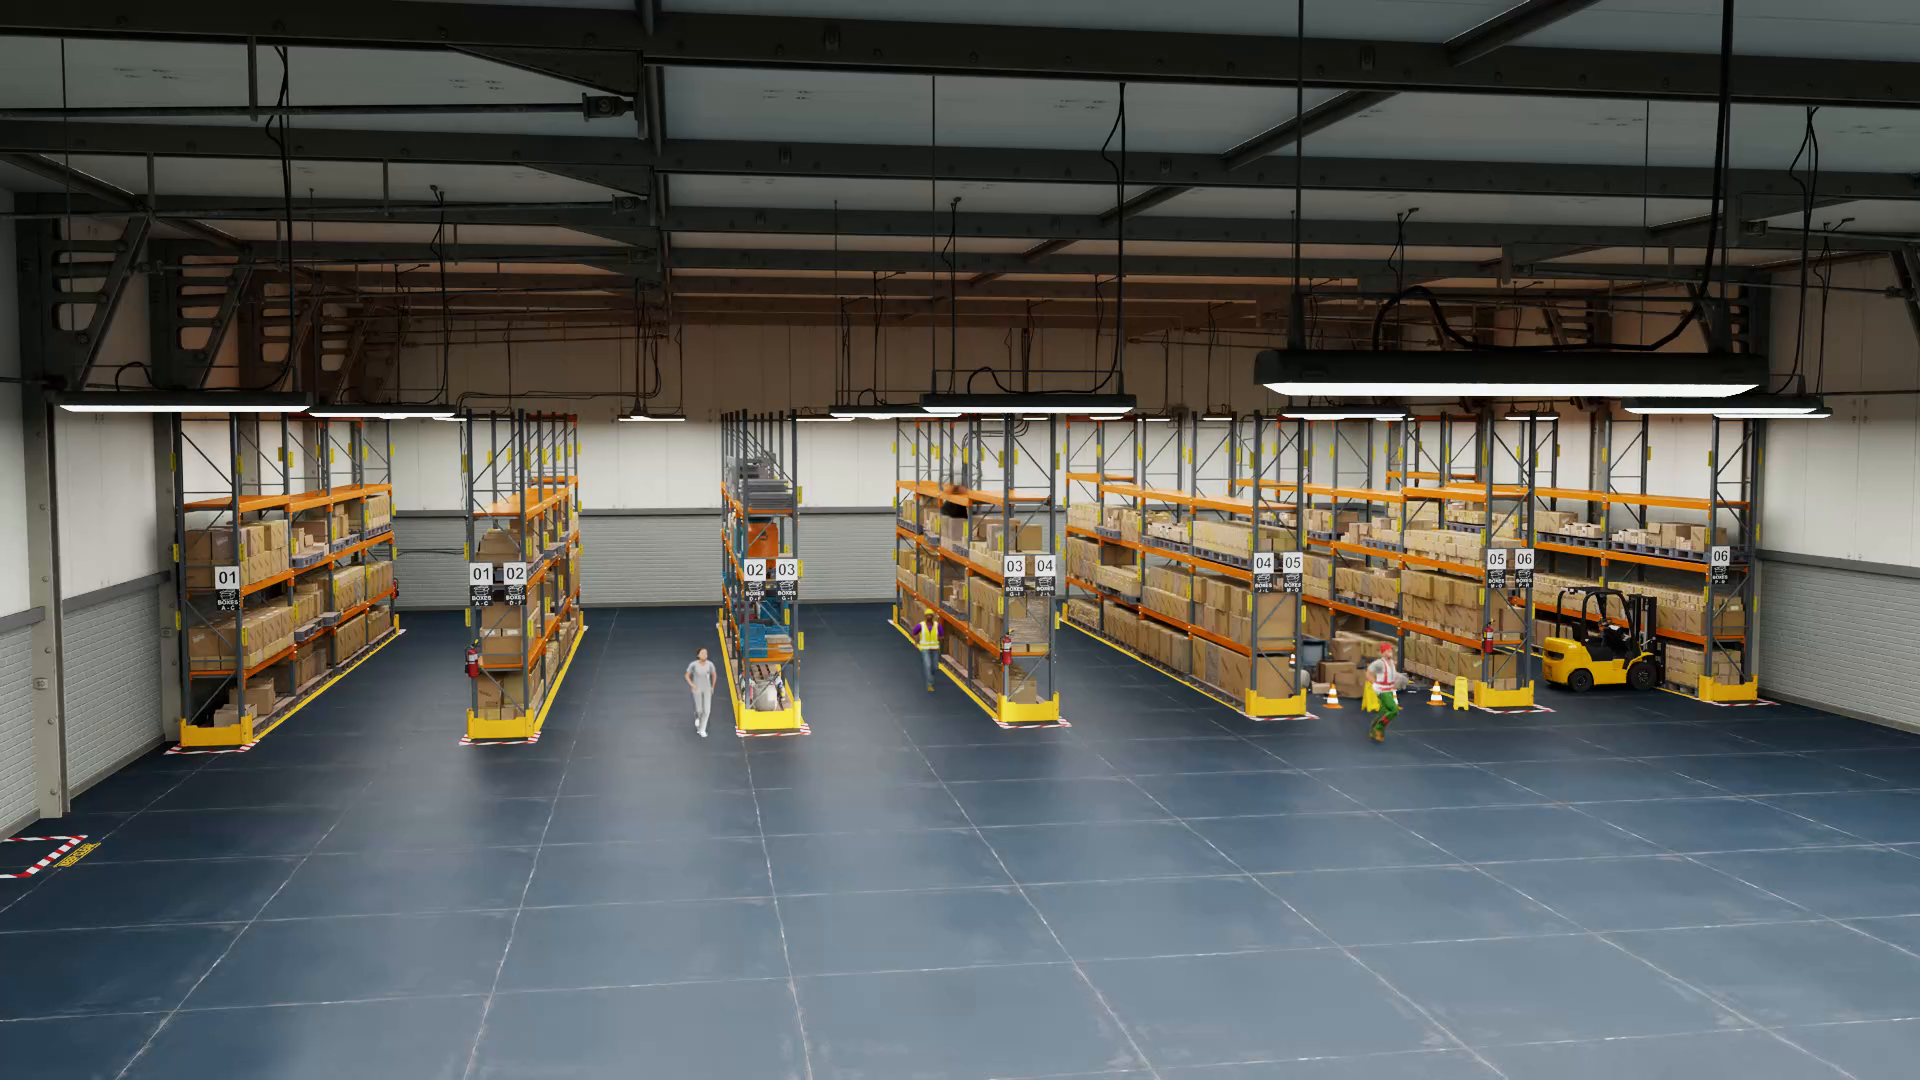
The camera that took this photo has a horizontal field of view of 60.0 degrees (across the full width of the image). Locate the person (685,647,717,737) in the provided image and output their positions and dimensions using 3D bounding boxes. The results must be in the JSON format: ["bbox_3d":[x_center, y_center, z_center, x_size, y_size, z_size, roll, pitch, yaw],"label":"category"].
[{"bbox_3d":[-4.769,2.780,30.681,0.588,1.632,0.562,-2,4,-21],"label":"person"}]

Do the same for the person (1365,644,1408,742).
[{"bbox_3d":[7.704,2.710,29.944,0.667,1.692,0.624,3,5,41],"label":"person"}]

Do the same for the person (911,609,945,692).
[{"bbox_3d":[-0.663,2.353,35.788,0.714,1.743,0.907,-1,4,-13],"label":"person"}]

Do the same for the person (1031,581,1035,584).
[{"bbox_3d":[1.893,1.559,48.815,0.458,1.504,0.613,-4,6,-44],"label":"person"}]
